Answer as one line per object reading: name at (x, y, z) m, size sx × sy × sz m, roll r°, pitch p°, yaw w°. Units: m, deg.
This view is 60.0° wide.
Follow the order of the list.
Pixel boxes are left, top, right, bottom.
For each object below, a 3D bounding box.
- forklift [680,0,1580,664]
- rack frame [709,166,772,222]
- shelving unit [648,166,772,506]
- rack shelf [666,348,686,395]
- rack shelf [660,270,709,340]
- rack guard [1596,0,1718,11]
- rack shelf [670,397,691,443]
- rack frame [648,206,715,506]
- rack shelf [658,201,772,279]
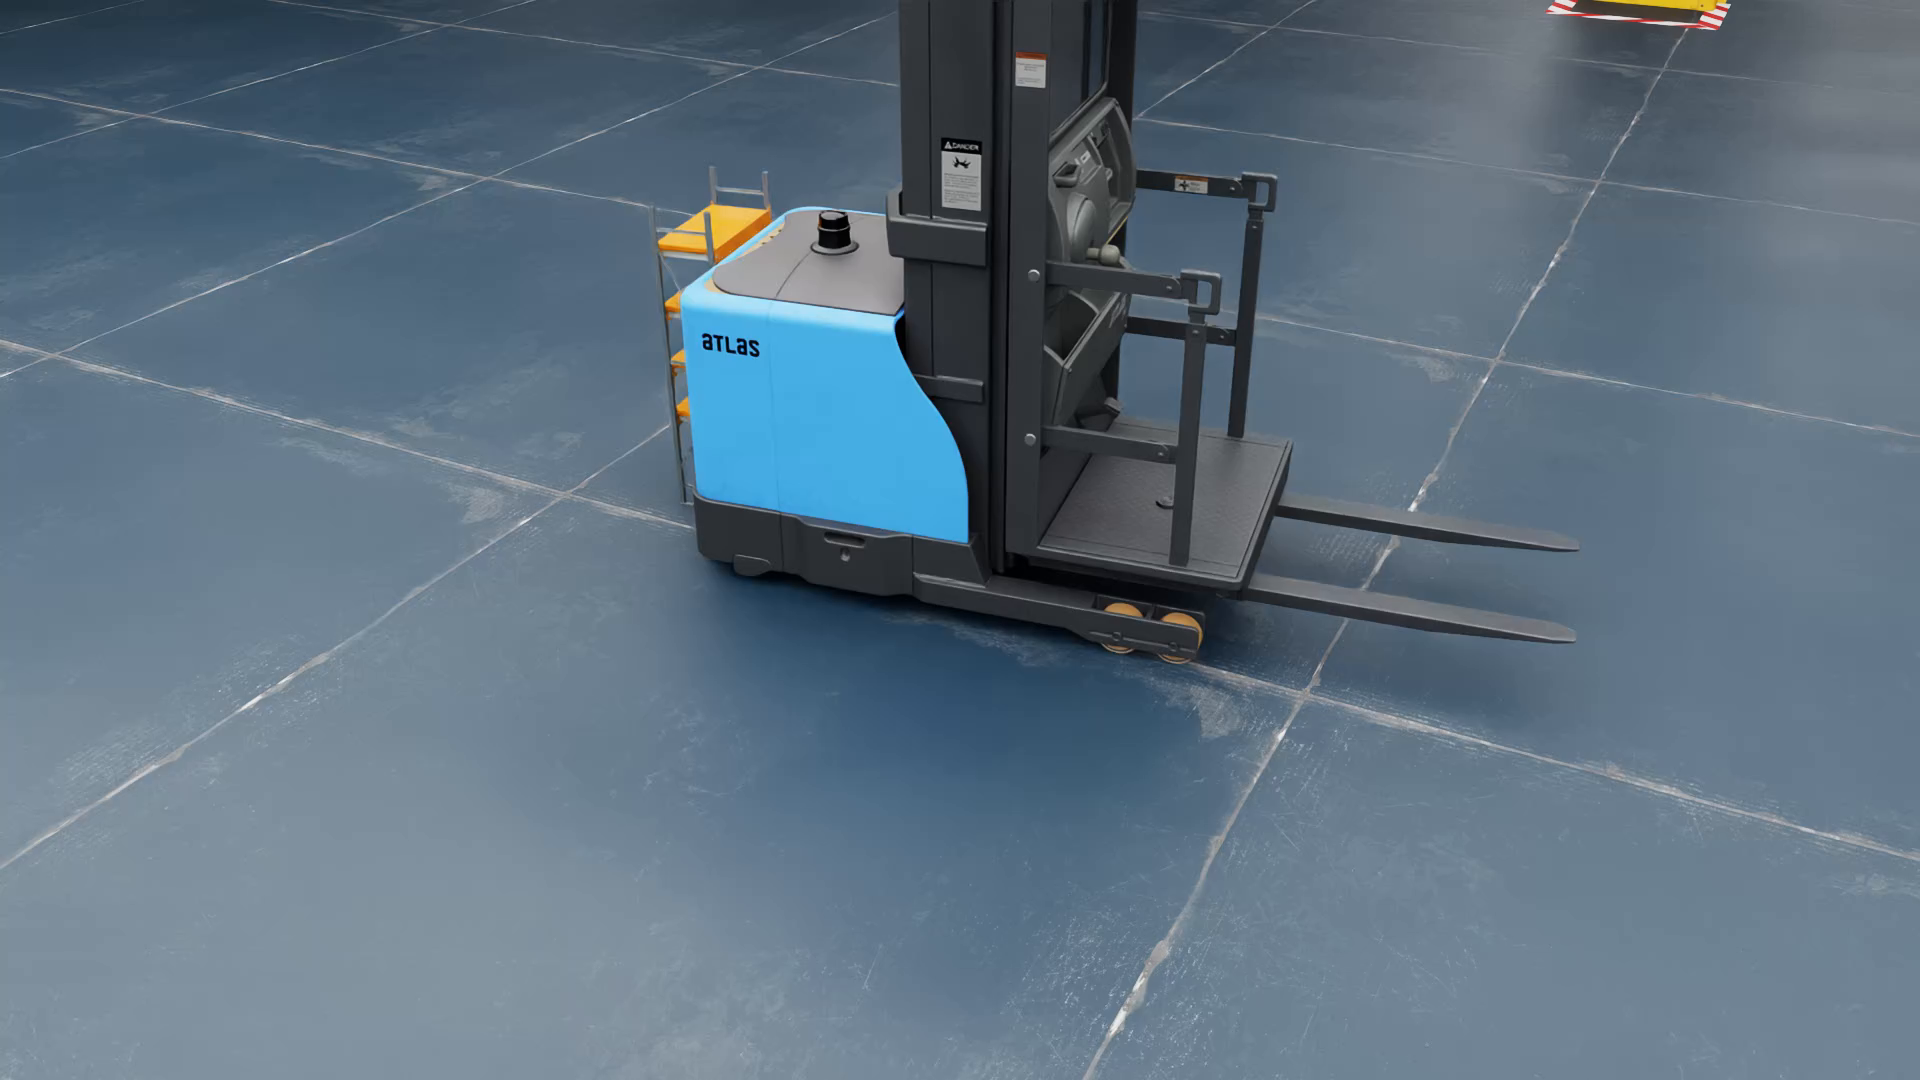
forklift at (0.618, -1.157, 5.322) m, size 3.031 × 2.935 × 1.130 m, roll 10°, pitch 31°, yaw 16°
rack frame at (-0.827, -0.876, 6.566) m, size 0.240 × 1.200 × 0.015 m, roll 9°, pitch 31°, yaw 17°
shelving unit at (-0.905, -0.761, 6.366) m, size 0.258 × 1.200 × 0.503 m, roll 9°, pitch 31°, yaw 17°
rack shelf at (-0.904, -0.702, 6.399) m, size 0.258 × 0.148 × 0.480 m, roll 9°, pitch 31°, yaw 17°
rack shelf at (-0.908, -0.897, 6.289) m, size 0.258 × 0.148 × 0.480 m, roll 9°, pitch 31°, yaw 17°
rack guard at (5.890, -4.866, 14.222) m, size 1.175 × 0.500 × 0.348 m, roll 14°, pitch 33°, yaw 23°
rack shelf at (-0.901, -0.530, 6.497) m, size 0.258 × 0.148 × 0.480 m, roll 9°, pitch 31°, yaw 17°
rack frame at (-0.984, -0.646, 6.165) m, size 0.240 × 1.200 × 0.015 m, roll 9°, pitch 31°, yaw 17°
rack shelf at (-0.911, -1.103, 6.172) m, size 0.258 × 0.148 × 0.480 m, roll 9°, pitch 31°, yaw 17°
